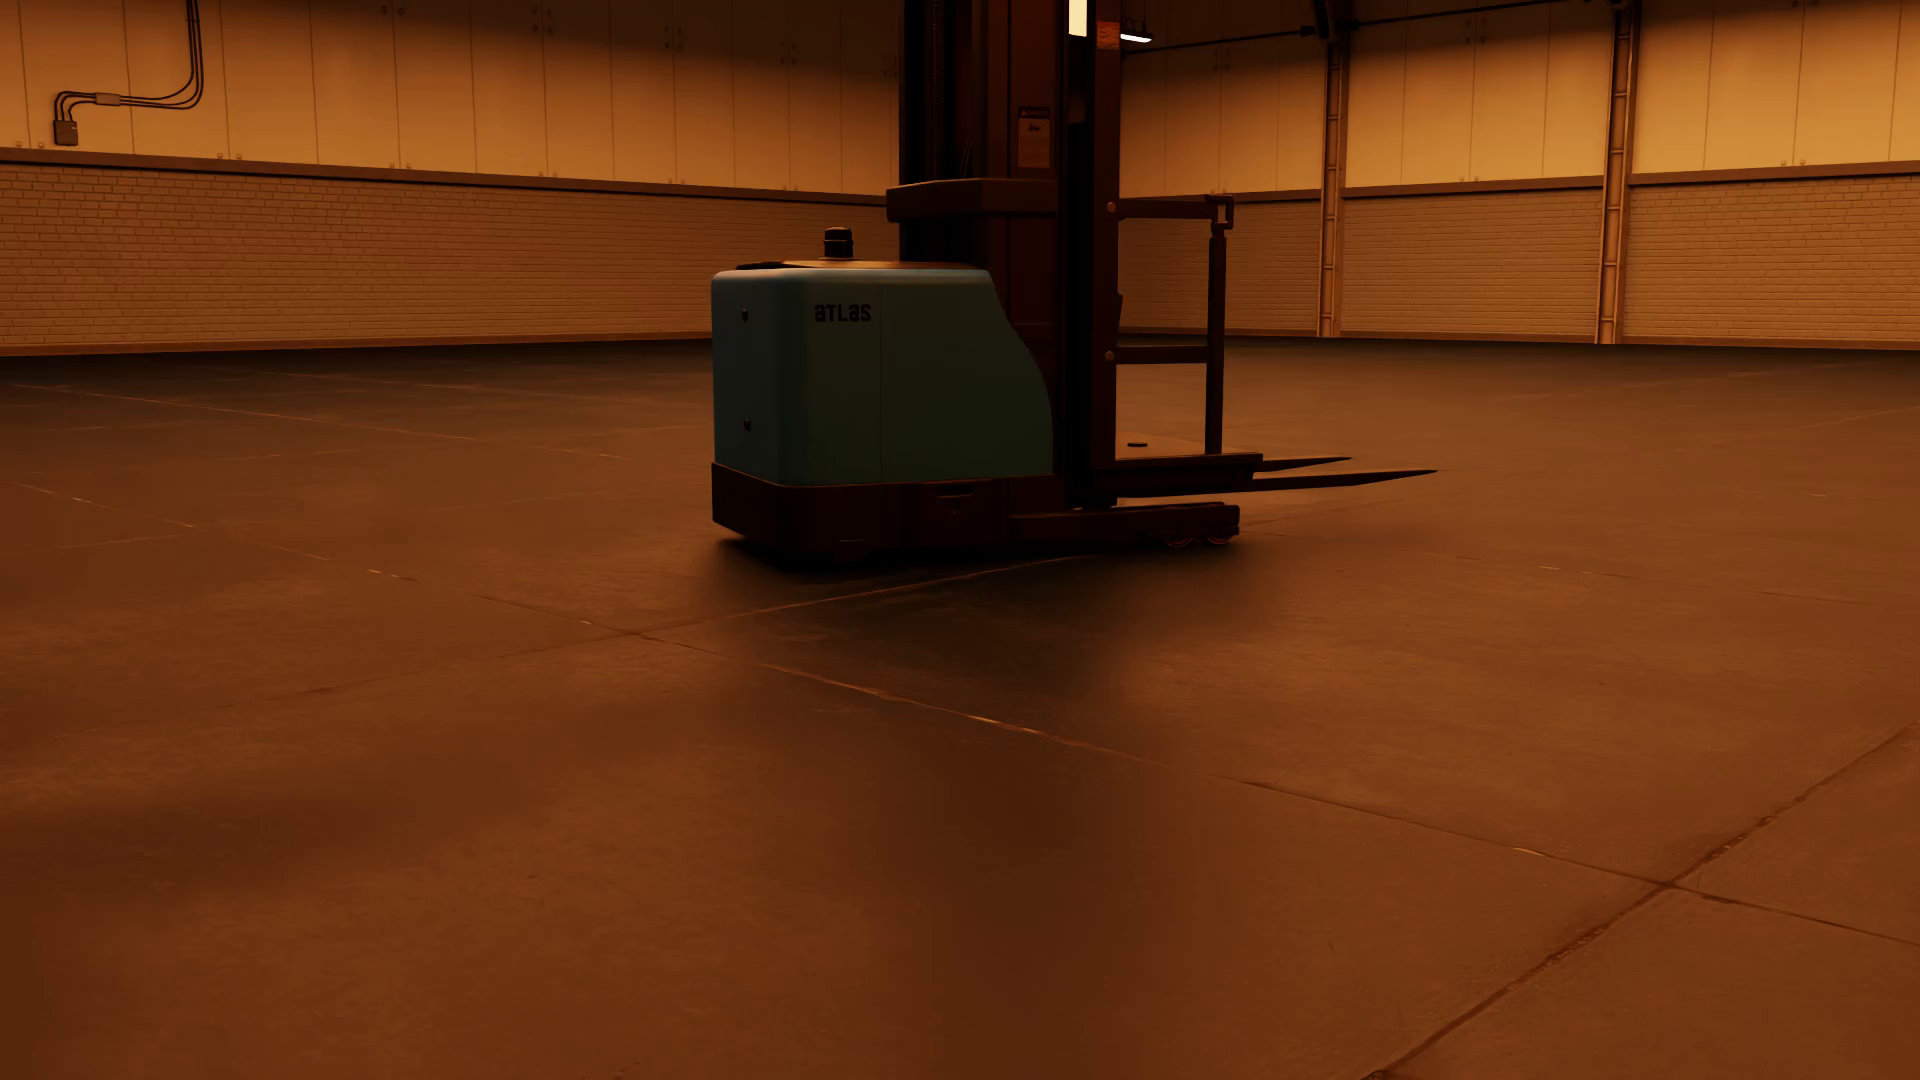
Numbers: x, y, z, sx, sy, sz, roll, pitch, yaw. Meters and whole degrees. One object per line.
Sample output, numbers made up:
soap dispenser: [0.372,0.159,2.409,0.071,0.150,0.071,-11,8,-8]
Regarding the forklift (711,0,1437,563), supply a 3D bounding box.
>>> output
forklift: [0.559,-1.486,6.742,3.031,2.935,1.130,-4,9,-23]
